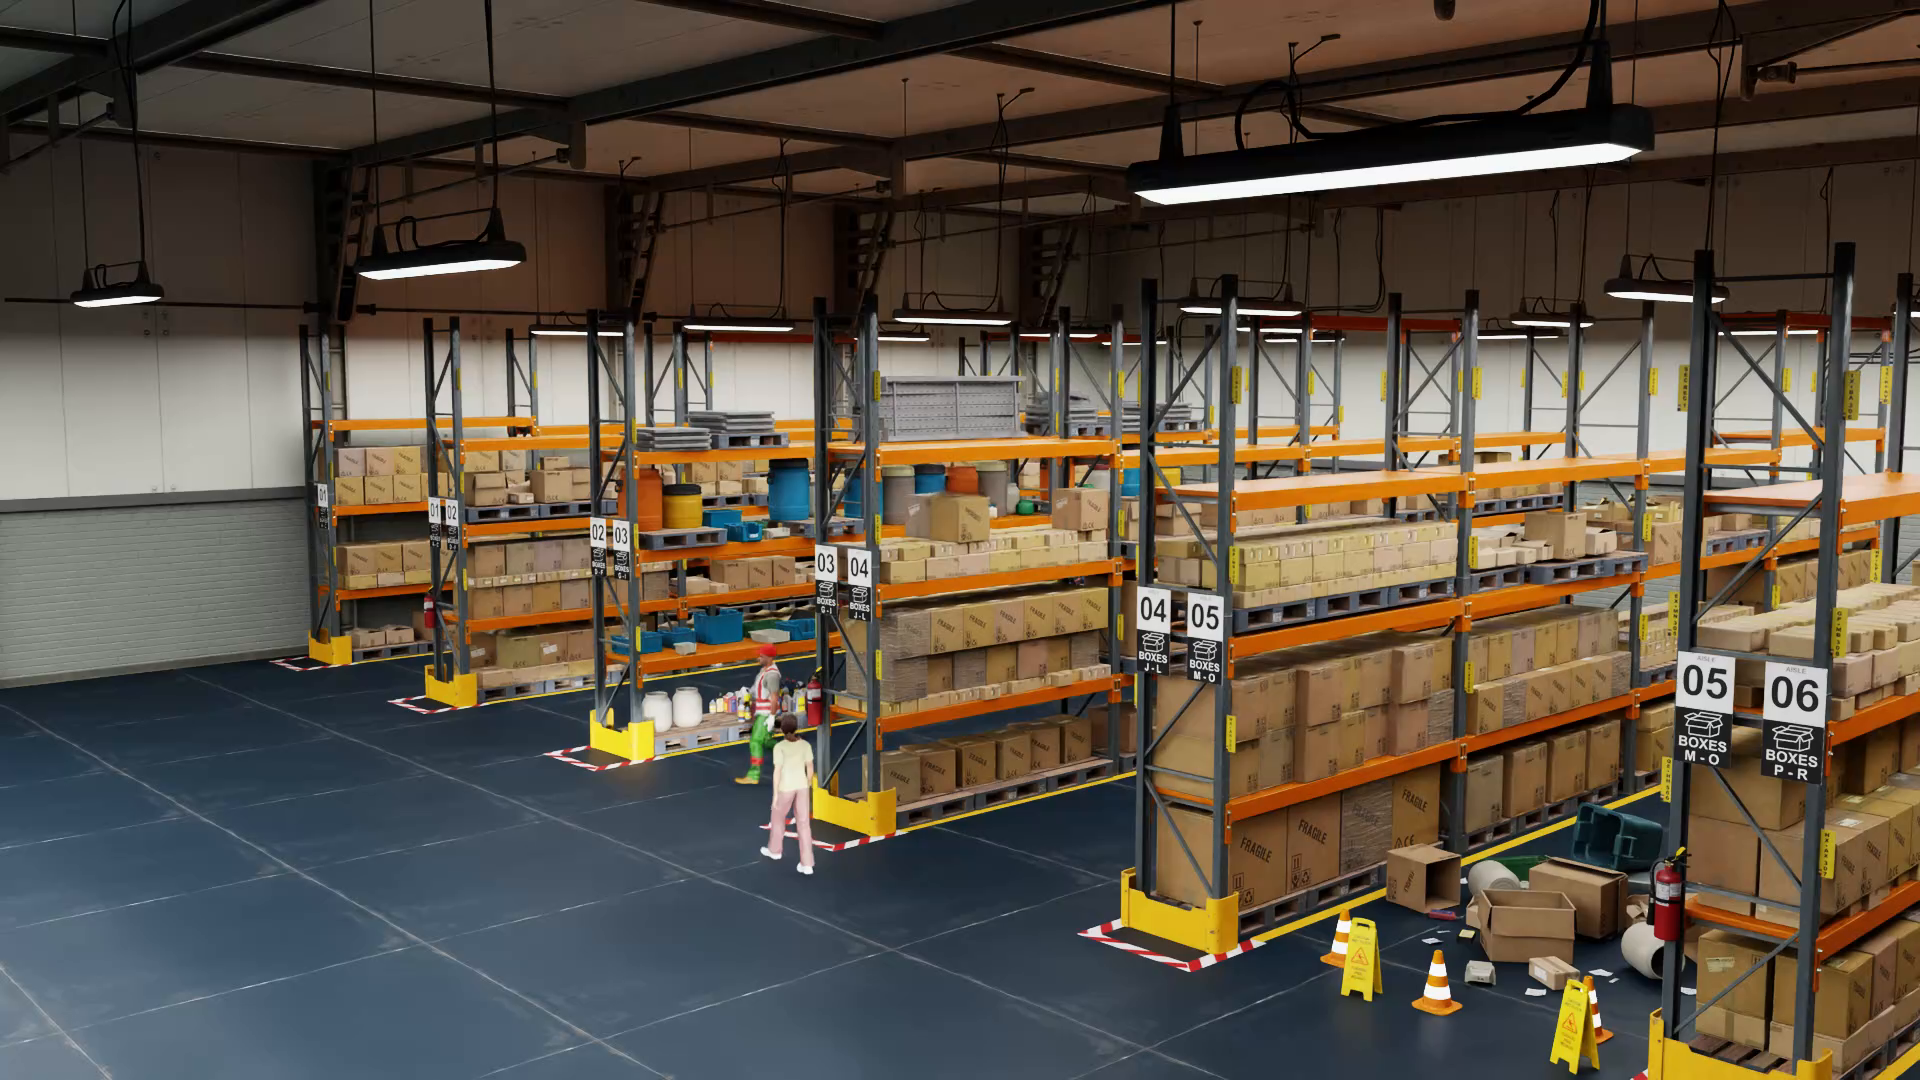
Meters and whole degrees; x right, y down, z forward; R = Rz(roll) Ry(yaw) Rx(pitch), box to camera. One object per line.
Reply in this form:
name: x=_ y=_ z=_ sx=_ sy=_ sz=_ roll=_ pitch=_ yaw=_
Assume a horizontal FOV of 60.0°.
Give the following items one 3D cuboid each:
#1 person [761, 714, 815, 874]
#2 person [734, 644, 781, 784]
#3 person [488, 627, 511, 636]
person: x=-1.764 y=2.593 z=17.319 sx=0.491 sy=1.601 sz=1.024 roll=-3 pitch=6 yaw=-27
person: x=-2.406 y=2.170 z=20.878 sx=0.879 sy=1.771 sz=0.604 roll=-1 pitch=6 yaw=-11
person: x=-8.028 y=1.437 z=29.112 sx=0.472 sy=1.539 sz=0.980 roll=2 pitch=6 yaw=23
